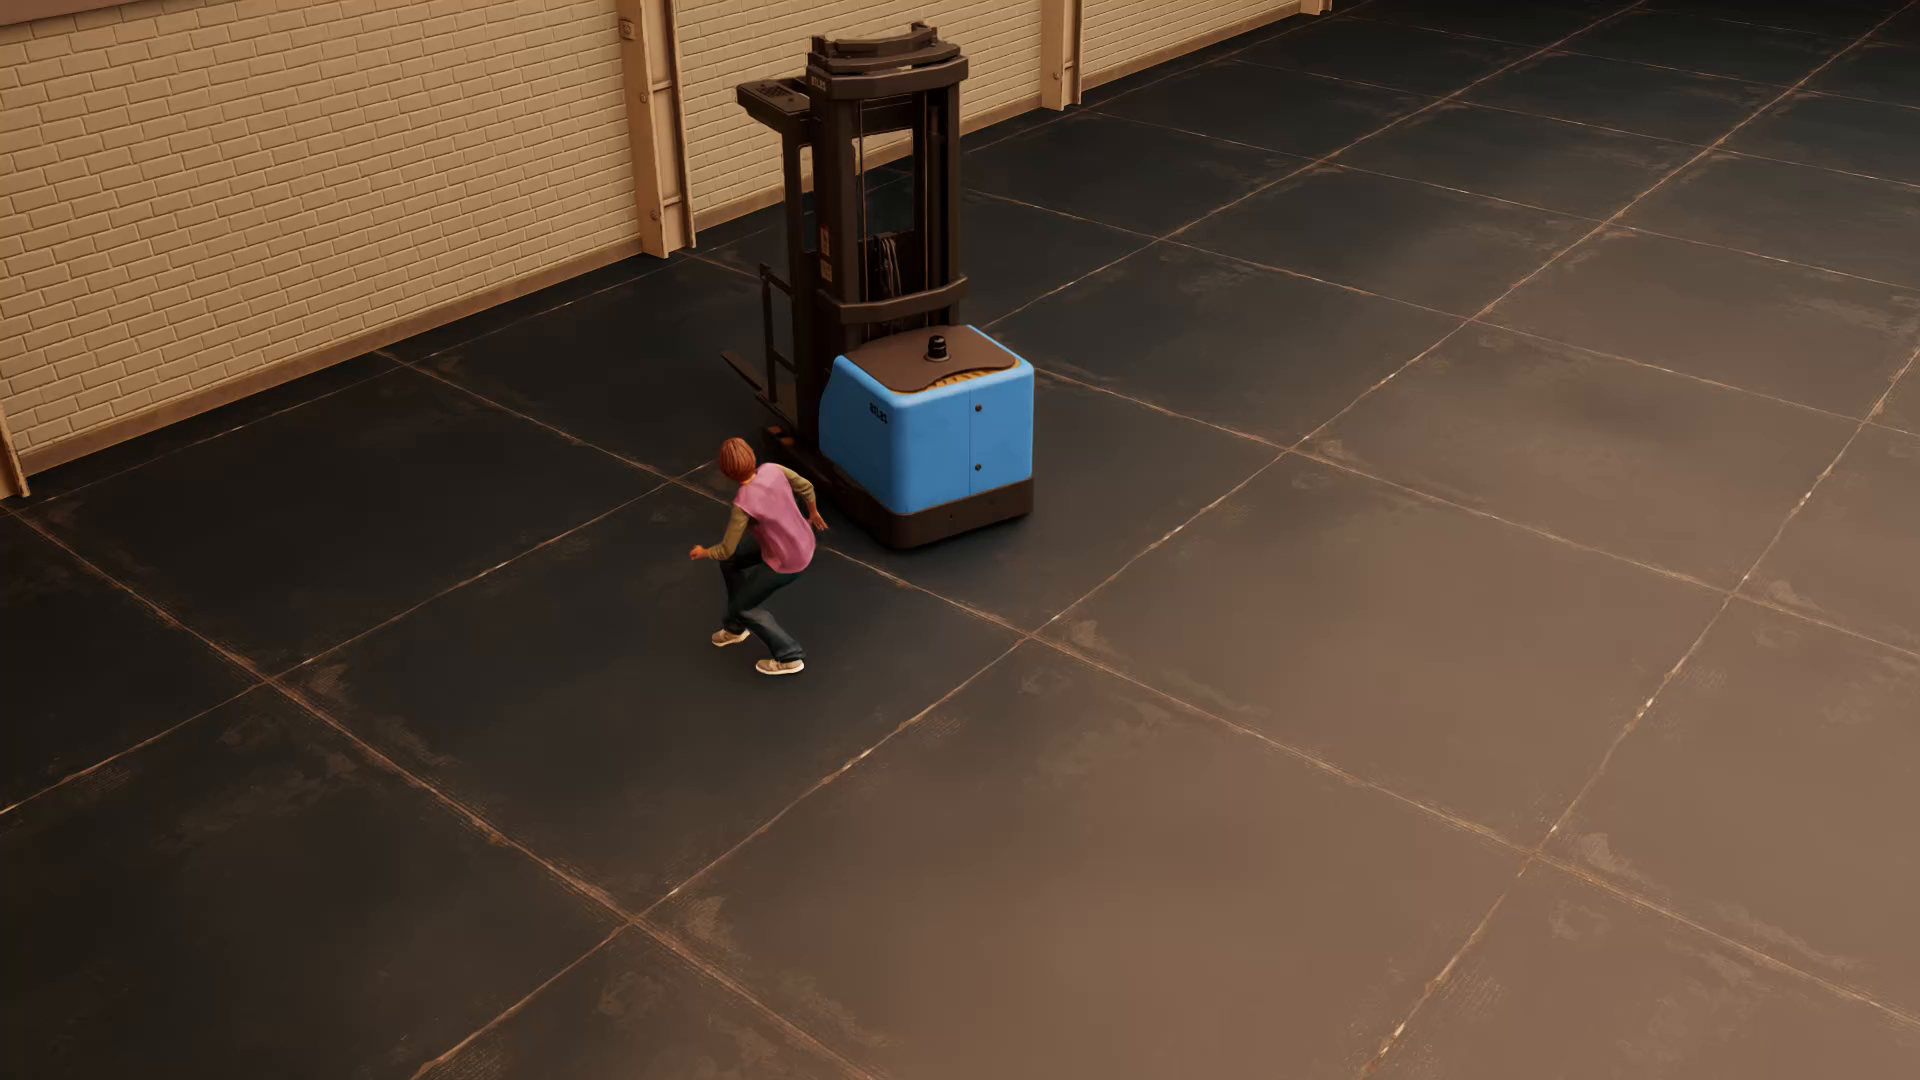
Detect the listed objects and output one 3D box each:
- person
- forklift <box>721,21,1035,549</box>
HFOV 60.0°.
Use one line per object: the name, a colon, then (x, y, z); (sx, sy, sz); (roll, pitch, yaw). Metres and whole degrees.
person: (-1.126, 0.034, 9.079); (0.673, 1.409, 0.639); (7, 31, 11)
forklift: (-0.721, -1.919, 10.879); (1.130, 2.935, 3.031); (-17, 34, -27)
